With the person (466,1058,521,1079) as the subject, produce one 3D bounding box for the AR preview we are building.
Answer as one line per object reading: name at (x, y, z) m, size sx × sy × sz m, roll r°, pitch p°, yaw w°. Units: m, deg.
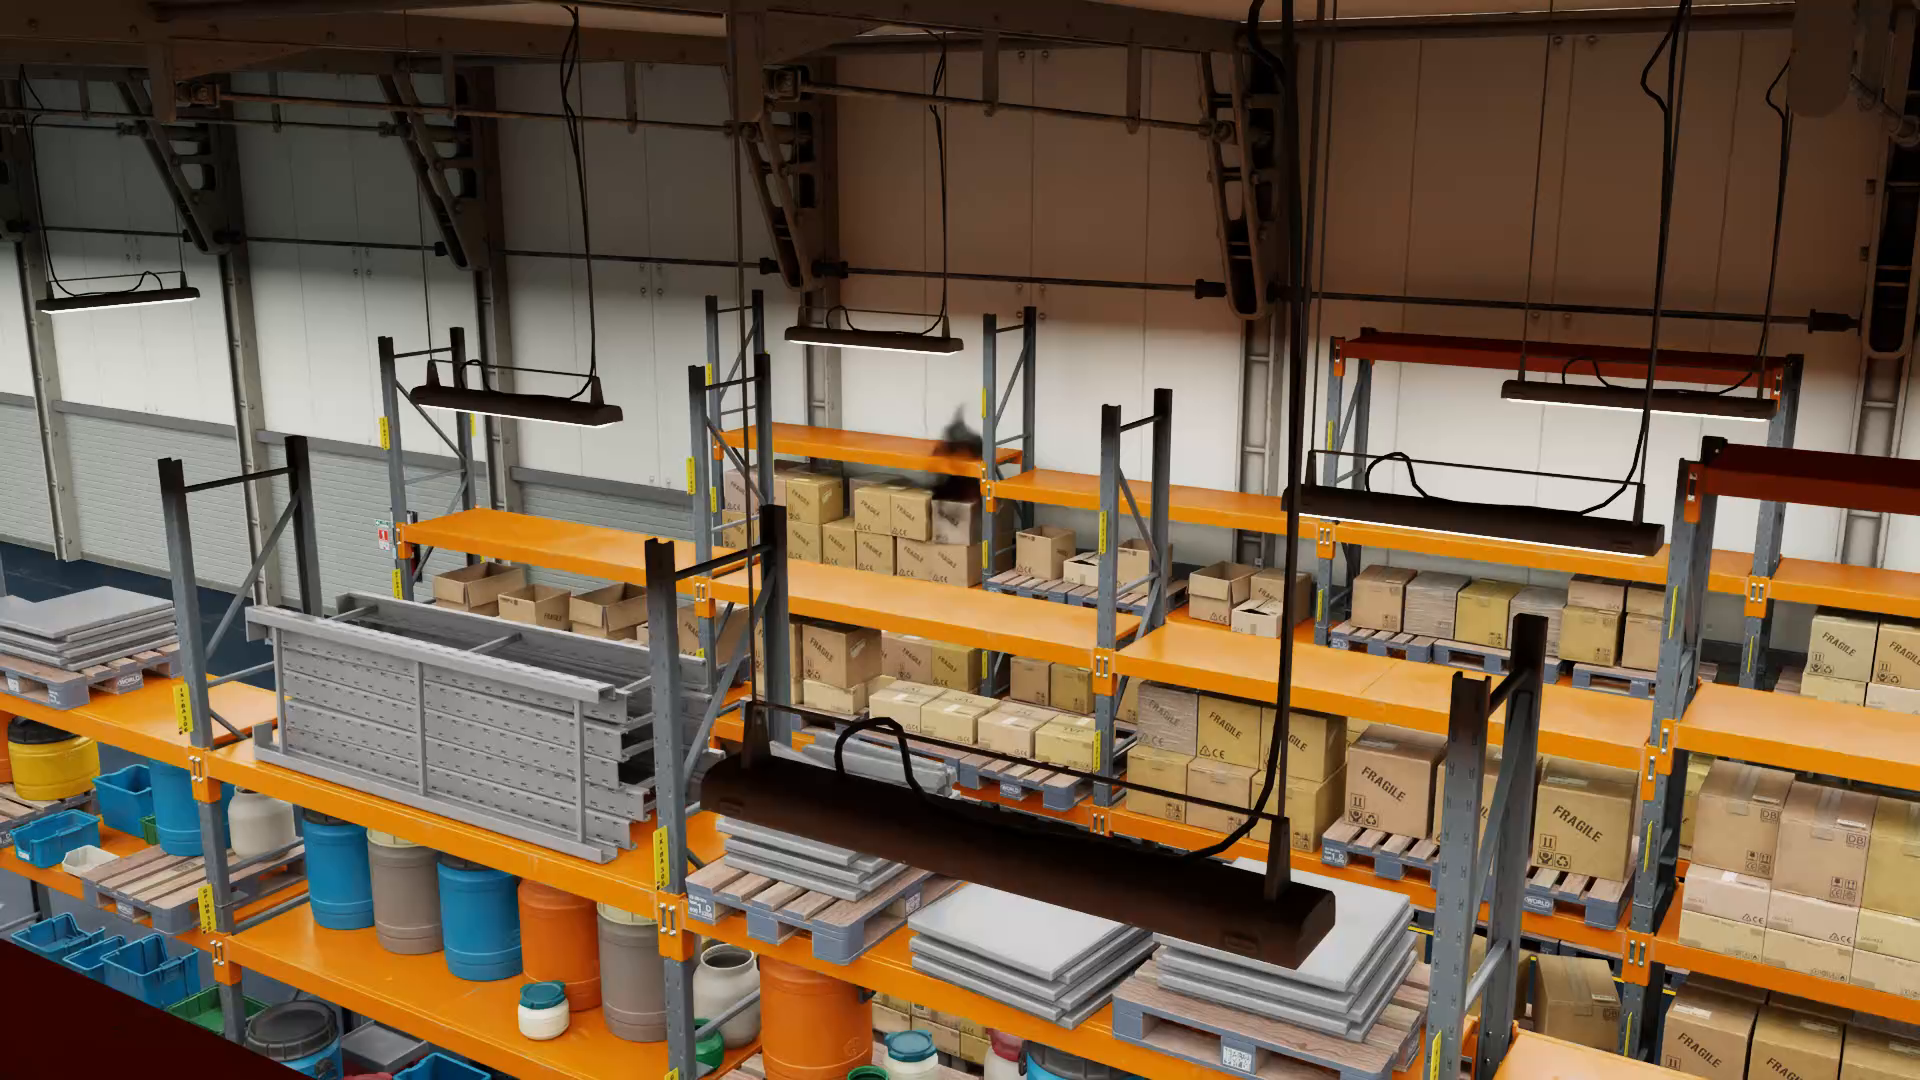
person at (-3.838, 4.067, 13.568) m, size 0.556 × 1.547 × 0.549 m, roll 4°, pitch 14°, yaw 17°
